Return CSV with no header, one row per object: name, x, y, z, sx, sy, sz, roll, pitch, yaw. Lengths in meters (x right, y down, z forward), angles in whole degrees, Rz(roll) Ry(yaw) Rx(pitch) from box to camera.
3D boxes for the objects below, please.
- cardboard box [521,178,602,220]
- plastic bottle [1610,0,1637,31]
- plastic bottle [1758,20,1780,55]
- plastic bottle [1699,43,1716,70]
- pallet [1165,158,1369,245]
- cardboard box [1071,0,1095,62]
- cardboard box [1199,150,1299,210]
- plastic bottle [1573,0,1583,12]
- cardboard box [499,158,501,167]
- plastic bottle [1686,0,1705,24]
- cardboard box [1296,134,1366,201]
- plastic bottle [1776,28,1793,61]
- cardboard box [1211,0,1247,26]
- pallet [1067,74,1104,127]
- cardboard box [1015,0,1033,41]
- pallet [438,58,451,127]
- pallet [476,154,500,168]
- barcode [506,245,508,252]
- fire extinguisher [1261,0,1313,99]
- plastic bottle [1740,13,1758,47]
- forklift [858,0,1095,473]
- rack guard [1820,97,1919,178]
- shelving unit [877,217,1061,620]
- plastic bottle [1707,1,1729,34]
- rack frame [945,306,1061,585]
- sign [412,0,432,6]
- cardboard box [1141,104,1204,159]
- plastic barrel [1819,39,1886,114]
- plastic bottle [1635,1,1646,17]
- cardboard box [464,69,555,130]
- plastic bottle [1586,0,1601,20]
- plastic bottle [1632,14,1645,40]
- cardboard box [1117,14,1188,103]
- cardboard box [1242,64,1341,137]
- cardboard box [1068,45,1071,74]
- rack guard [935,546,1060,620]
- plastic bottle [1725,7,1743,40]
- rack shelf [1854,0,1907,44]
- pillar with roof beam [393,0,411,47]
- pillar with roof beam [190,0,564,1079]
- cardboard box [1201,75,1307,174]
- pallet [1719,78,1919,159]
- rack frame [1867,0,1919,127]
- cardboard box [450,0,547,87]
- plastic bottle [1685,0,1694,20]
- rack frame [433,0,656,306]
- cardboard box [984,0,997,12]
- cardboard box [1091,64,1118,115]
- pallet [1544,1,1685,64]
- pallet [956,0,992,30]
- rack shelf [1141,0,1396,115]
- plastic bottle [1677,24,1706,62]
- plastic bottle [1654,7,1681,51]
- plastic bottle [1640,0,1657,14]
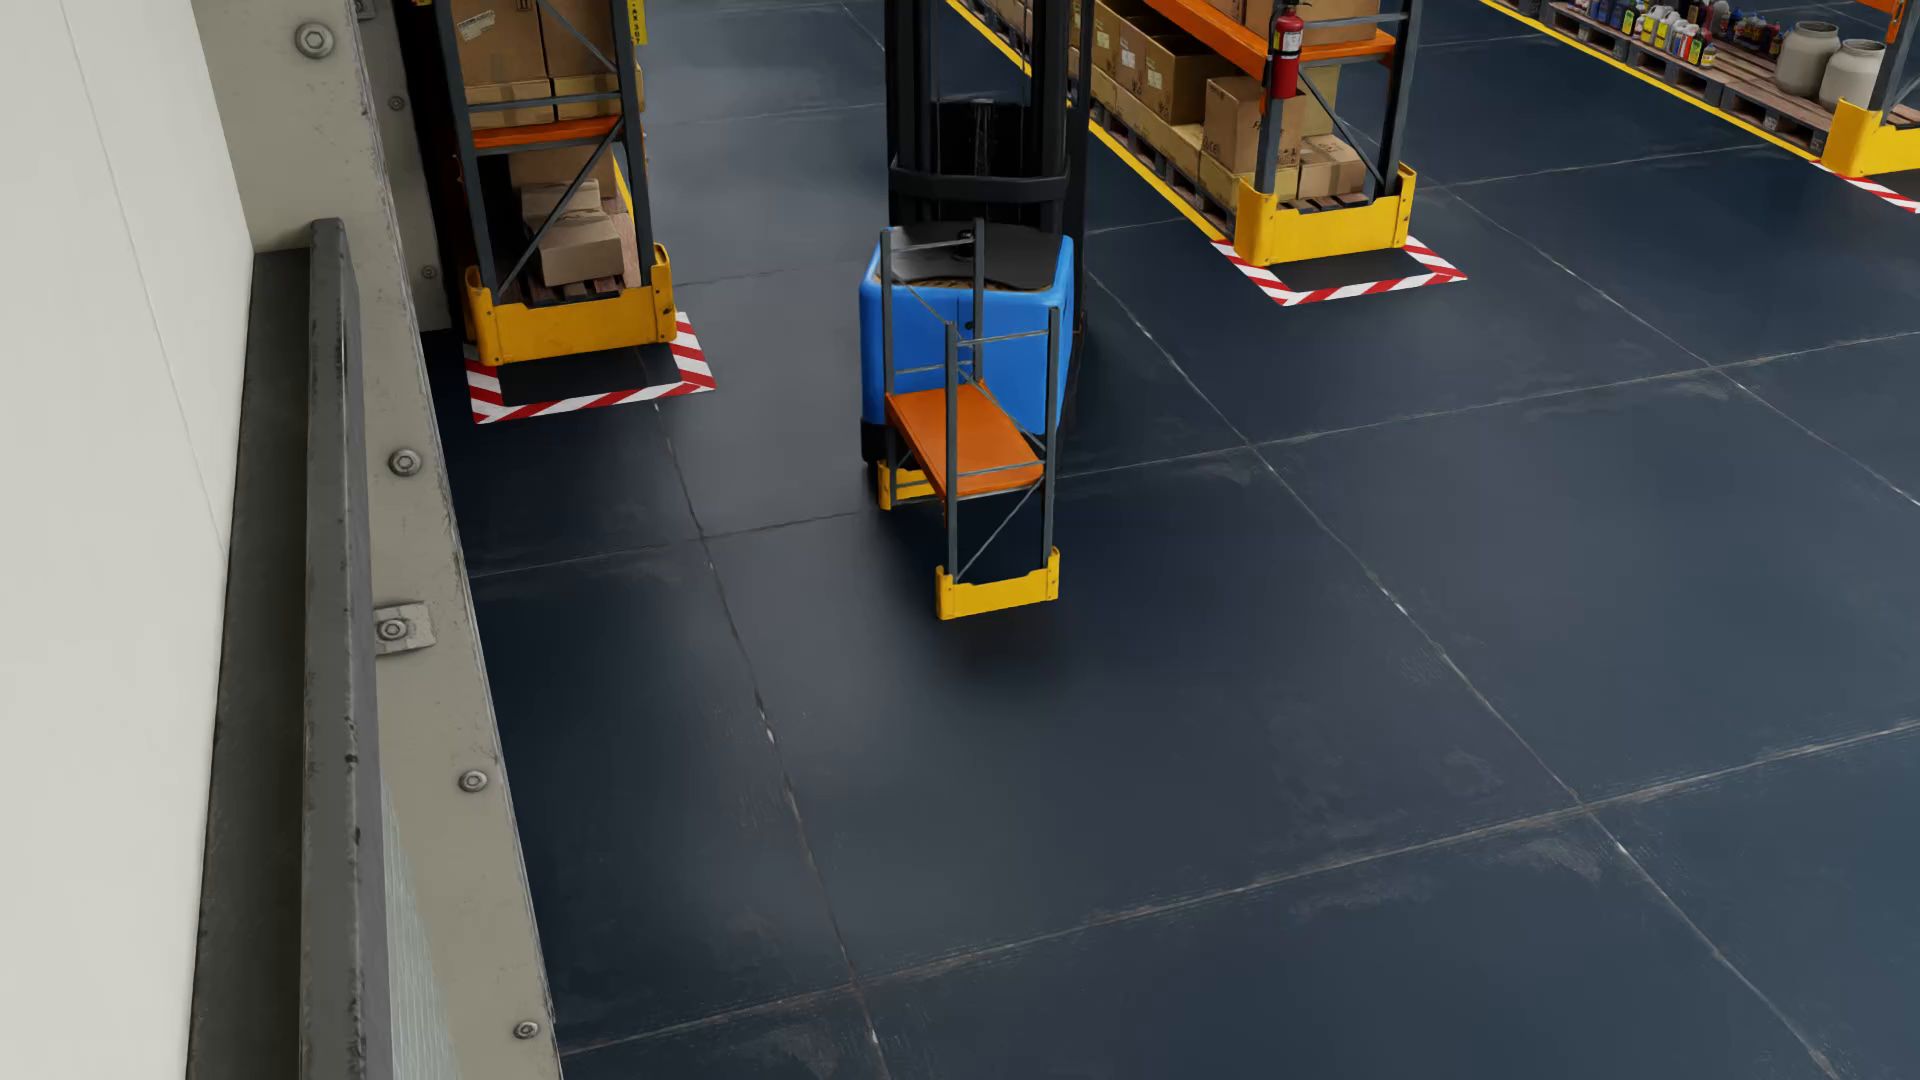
cardboard box,-2.589,-2.153,10.827,0.500,0.311,0.500,-7,34,-11
plastic bottle,5.834,-4.665,14.593,0.144,0.351,0.185,-11,35,-17
plastic bottle,6.837,-4.256,14.035,0.061,0.283,0.133,-9,35,-14
plastic bottle,6.168,-3.986,13.701,0.097,0.201,0.097,0,33,0
pallet,2.154,-2.480,11.811,1.003,0.211,1.213,-10,35,-15
cardboard box,1.210,-4.132,13.216,0.500,0.500,0.500,-10,35,-15
cardboard box,1.982,-2.508,11.438,0.500,0.250,0.500,-10,35,-15
plastic bottle,5.636,-4.901,15.086,0.097,0.201,0.097,0,33,0
cardboard box,-3.041,-2.665,11.749,0.380,0.149,0.250,-13,36,-19
plastic bottle,6.463,-4.639,14.615,0.061,0.283,0.133,-10,35,-15
cardboard box,2.475,-2.596,11.570,0.500,0.250,0.500,-10,35,-15
plastic bottle,6.889,-4.129,13.854,0.097,0.271,0.097,0,33,0
cardboard box,2.132,-3.812,11.208,0.700,0.500,0.500,-9,35,-13
pallet,1.409,-3.761,13.750,1.003,0.211,1.213,-10,35,-15
cardboard box,0.804,-4.546,14.521,0.500,0.250,0.500,-10,35,-15
pallet,-3.749,-3.759,13.747,1.003,0.211,1.213,-10,35,-15
pallet,-3.271,-3.004,12.604,1.003,0.211,1.213,-10,35,-15
barcode,-2.801,-1.800,10.284,0.001,0.075,0.075,-10,35,-15
fire extinguisher,2.021,-3.076,10.254,0.296,0.674,0.183,-10,35,-15
plastic bottle,6.754,-4.362,14.205,0.097,0.271,0.097,0,33,0
forklift,0.181,-2.351,9.149,1.130,2.935,3.031,4,34,6
rack guard,7.077,-3.069,12.440,1.175,0.500,0.348,-10,35,-15
shelving unit,0.023,-0.584,7.772,0.587,1.500,1.083,-10,35,-15
plastic bottle,6.599,-4.581,14.533,0.152,0.276,0.135,-9,35,-14
rack frame,0.181,-0.312,7.361,0.500,1.500,0.032,-10,35,-15
sign,-2.824,-2.946,8.650,0.100,0.325,0.005,-10,35,-15
cardboard box,1.664,-3.031,12.230,0.500,0.250,0.500,-10,35,-15
plastic barrel,6.872,-3.549,12.776,0.421,0.512,0.421,0,33,0
plastic bottle,5.914,-4.561,14.508,0.097,0.271,0.097,0,33,0
cardboard box,-2.617,-2.572,9.540,0.500,0.250,0.500,-10,35,-14
plastic bottle,5.730,-4.821,14.896,0.152,0.276,0.135,-9,34,-13
plastic bottle,5.898,-4.450,14.403,0.097,0.201,0.097,0,33,0
cardboard box,1.510,-3.606,12.420,0.500,0.500,0.500,-10,35,-15
cardboard box,2.321,-3.171,11.760,0.500,0.500,0.500,-10,35,-15
cardboard box,1.059,-4.082,13.820,0.500,0.250,0.500,-10,35,-15
rack guard,0.174,0.199,7.720,0.587,0.250,0.087,-10,35,-15
plastic bottle,6.692,-4.468,14.366,0.097,0.271,0.097,0,33,0
rack shelf,6.535,-4.829,13.490,1.077,0.370,4.000,-10,35,-15
pillar with roof beam,-1.057,-9.013,13.727,9.100,9.000,0.400,-10,35,-15
pillar with roof beam,2.603,-2.712,4.192,9.100,9.000,0.400,-10,35,-15
cardboard box,1.980,-2.821,11.231,0.500,0.500,0.500,-10,35,-15
pallet,6.835,-3.376,13.167,1.003,0.211,1.213,-10,35,-15
rack frame,7.145,-4.080,11.703,1.000,3.000,0.127,-10,35,-15
cardboard box,-2.636,-2.884,9.331,0.500,0.500,0.500,-10,35,-15
plastic bottle,6.544,-4.761,14.799,0.061,0.283,0.133,-8,34,-12
rack frame,-2.290,-2.414,9.182,1.000,3.000,0.127,-10,35,-15
cardboard box,0.495,-5.080,15.330,0.500,0.250,0.500,-9,35,-14
cardboard box,1.355,-3.555,13.023,0.500,0.250,0.500,-10,35,-15
pallet,6.090,-4.657,15.106,1.003,0.211,1.213,-10,35,-15
pallet,0.569,-5.207,15.939,1.003,0.211,1.213,-10,35,-15
rack shelf,1.817,-3.998,12.233,1.077,0.370,4.000,-10,35,-15
plastic bottle,6.117,-4.154,13.887,0.152,0.276,0.135,-10,35,-14
plastic bottle,6.020,-4.345,14.108,0.144,0.351,0.185,-9,34,-13
plastic bottle,6.259,-4.944,15.015,0.144,0.351,0.185,-10,35,-15
